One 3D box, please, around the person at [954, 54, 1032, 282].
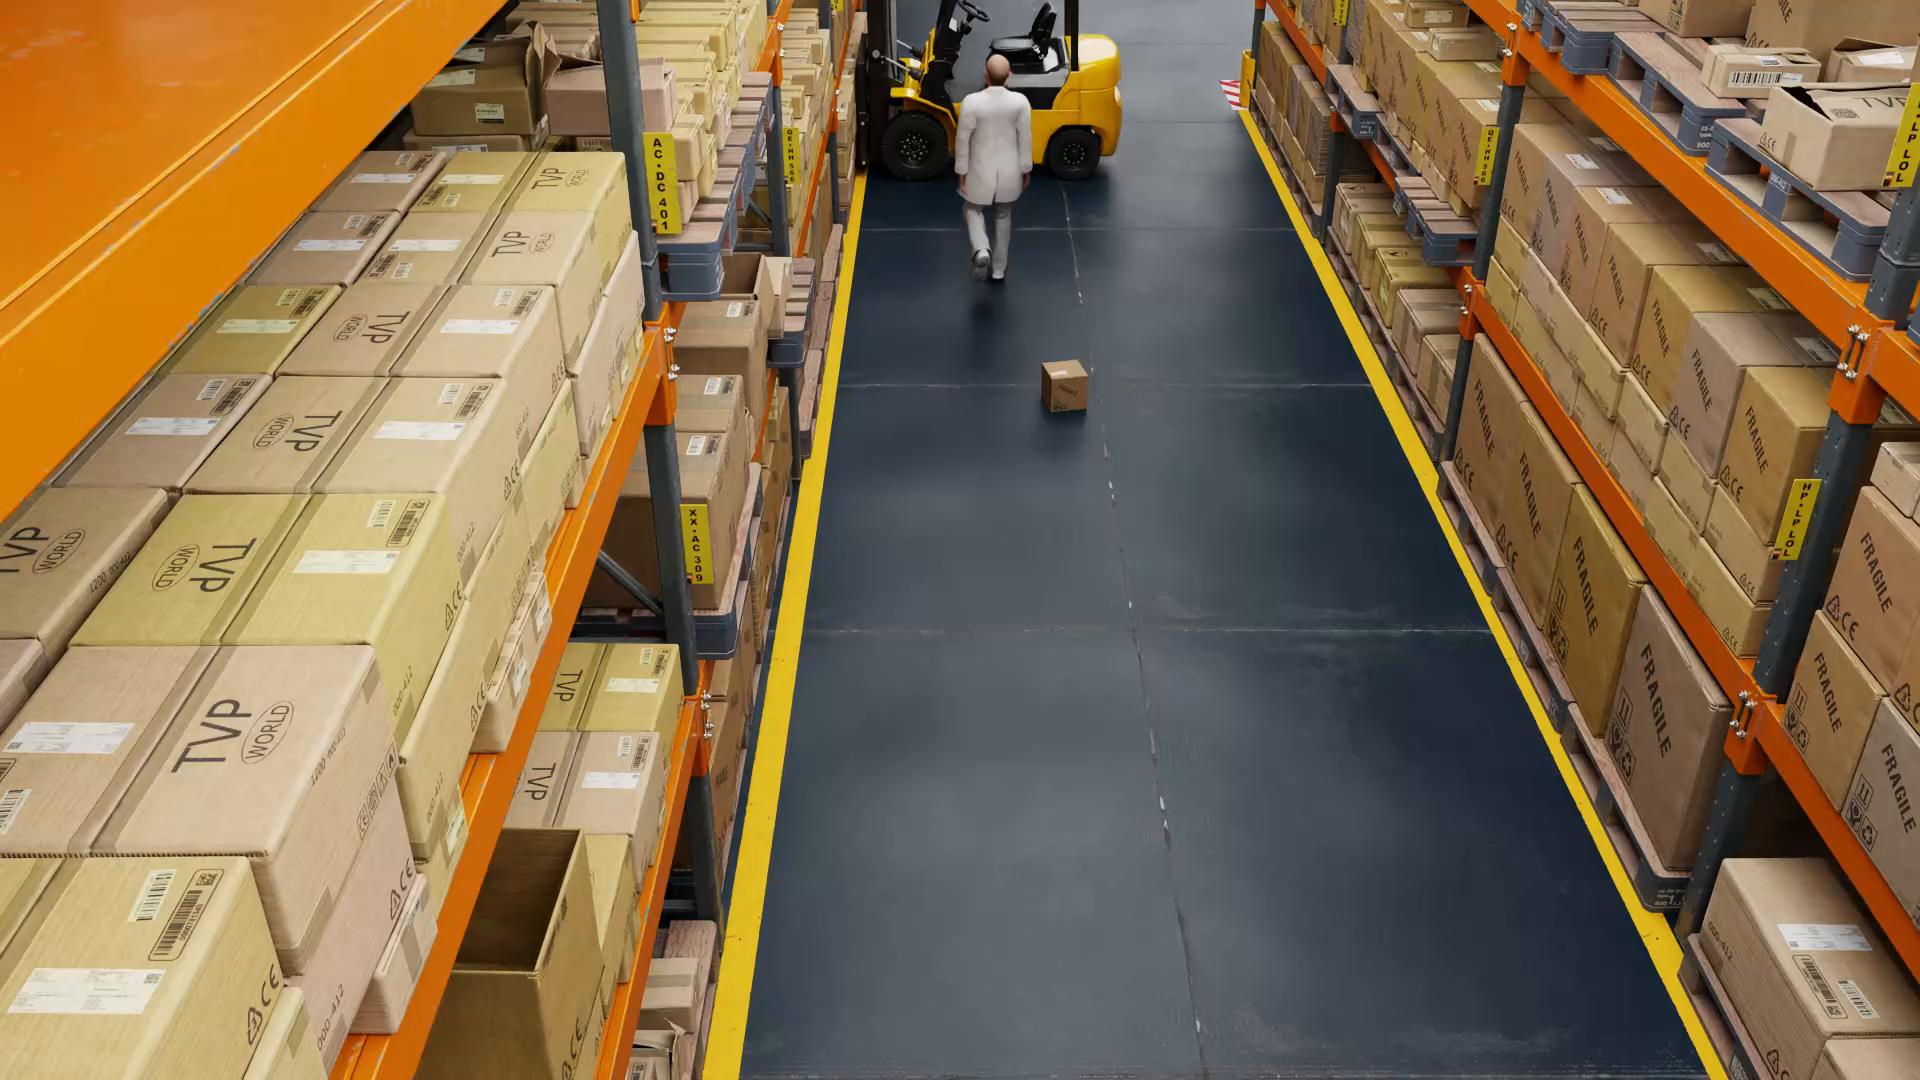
[{"bbox_3d":[0.253,-2.789,12.545,0.594,1.757,0.717,-2,31,-4],"label":"person"}]
